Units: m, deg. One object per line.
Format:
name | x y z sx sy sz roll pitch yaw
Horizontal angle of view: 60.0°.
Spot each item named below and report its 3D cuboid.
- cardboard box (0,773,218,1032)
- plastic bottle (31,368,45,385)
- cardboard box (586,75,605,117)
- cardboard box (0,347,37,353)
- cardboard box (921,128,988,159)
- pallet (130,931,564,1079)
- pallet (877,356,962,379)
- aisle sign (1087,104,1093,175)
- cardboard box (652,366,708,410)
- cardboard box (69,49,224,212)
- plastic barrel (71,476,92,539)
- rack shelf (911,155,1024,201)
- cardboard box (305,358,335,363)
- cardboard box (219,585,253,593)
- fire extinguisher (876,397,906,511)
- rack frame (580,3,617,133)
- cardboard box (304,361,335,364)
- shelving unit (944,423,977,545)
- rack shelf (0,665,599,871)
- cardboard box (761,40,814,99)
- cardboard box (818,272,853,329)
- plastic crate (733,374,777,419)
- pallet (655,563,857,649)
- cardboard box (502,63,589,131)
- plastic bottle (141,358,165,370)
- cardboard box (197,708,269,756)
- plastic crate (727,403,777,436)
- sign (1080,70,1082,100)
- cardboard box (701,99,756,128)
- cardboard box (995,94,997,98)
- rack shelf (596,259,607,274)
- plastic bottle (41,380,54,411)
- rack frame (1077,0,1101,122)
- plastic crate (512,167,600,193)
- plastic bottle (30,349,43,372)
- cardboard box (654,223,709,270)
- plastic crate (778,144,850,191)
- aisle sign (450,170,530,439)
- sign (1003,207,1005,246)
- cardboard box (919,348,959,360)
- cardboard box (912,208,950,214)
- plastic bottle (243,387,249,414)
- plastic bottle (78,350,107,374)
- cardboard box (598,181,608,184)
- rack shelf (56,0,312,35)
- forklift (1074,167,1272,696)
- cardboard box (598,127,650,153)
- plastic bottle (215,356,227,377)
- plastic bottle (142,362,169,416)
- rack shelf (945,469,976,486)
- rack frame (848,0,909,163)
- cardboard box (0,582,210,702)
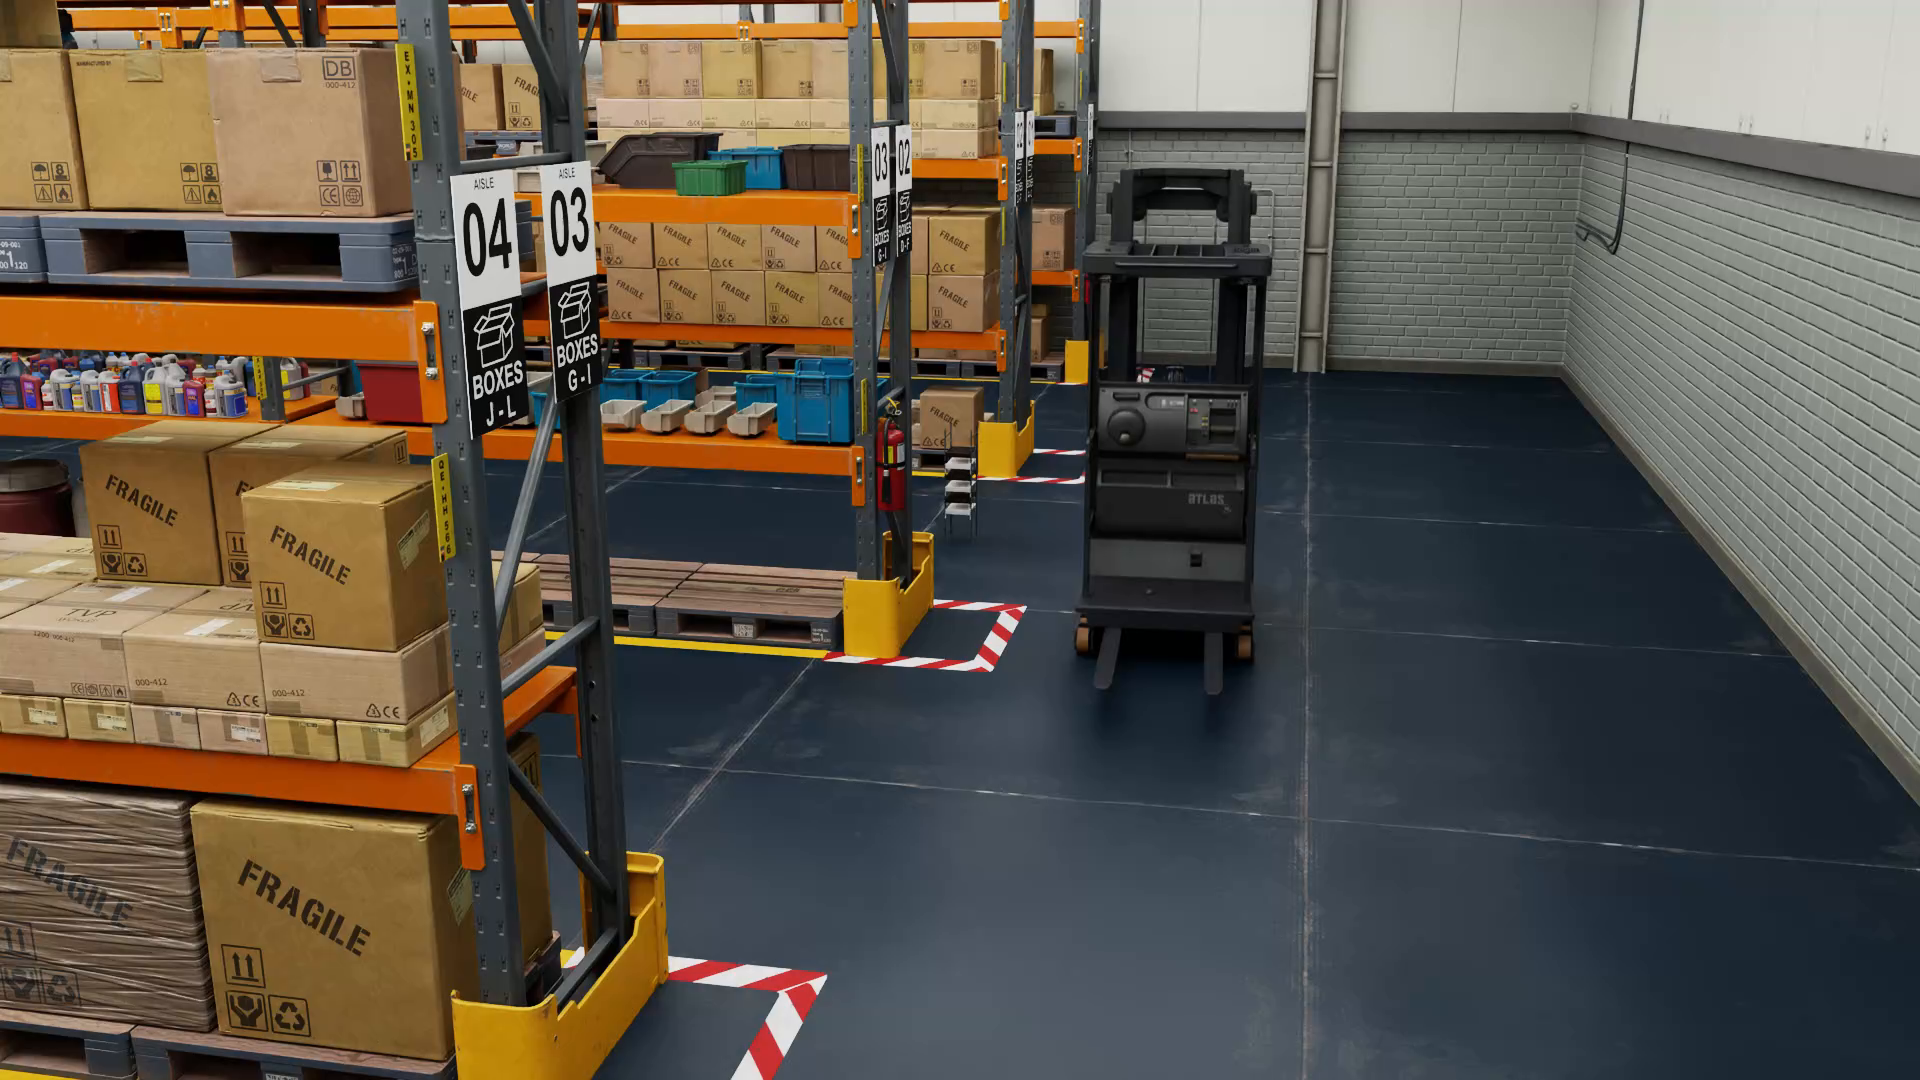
cardboard box | -3.001 1.191 6.265 0.875 0.875 0.875 3 16 11
plastic bottle | -6.298 -1.039 11.366 0.097 0.271 0.097 0 15 0
cardboard box | -4.301 -5.506 20.620 0.500 0.500 0.700 3 16 11
cardboard box | -10.282 -1.973 17.810 0.500 0.311 0.500 4 16 13
cardboard box | -0.044 -3.492 14.640 0.500 0.250 0.500 3 16 11
pallet | -2.265 1.753 6.268 1.213 0.211 1.003 3 16 11
pallet | -0.496 -2.200 20.538 1.213 0.211 1.003 3 16 11
aisle sign | 1.506 -4.626 19.205 0.004 0.787 0.394 3 16 11
cardboard box | -2.793 -1.424 16.372 0.500 0.500 0.500 3 16 11
cardboard box | -2.513 -1.388 5.604 0.500 0.500 0.700 3 16 9
plastic barrel | -6.158 -0.205 11.987 0.421 0.512 0.421 0 15 0
rack shelf | -1.448 -3.365 15.250 4.000 0.370 1.077 3 16 11
cardboard box | -6.308 -1.964 16.917 0.500 0.250 0.500 4 16 13
cardboard box | -2.393 0.238 6.237 0.500 0.250 0.500 3 16 10
fire extinguisher | -0.421 -0.520 10.095 0.183 0.674 0.296 3 16 11
rack frame | -3.408 -5.264 15.138 0.127 3.000 1.000 3 16 11
cardboard box | -6.364 -1.604 17.024 0.500 0.500 0.500 4 16 13
shelving unit | 0.008 -0.433 12.870 0.210 0.900 0.258 3 16 11
rack shelf | -3.426 0.672 6.296 4.000 0.370 1.077 3 16 11
cardboard box | -1.450 -4.257 15.061 0.500 0.500 0.700 3 16 11
cardboard box | -0.978 -2.215 15.183 0.500 0.500 0.500 3 16 12
plastic crate | -1.300 -0.947 10.992 0.300 0.233 0.416 3 16 11
pallet | -1.279 0.426 11.060 1.213 0.211 1.003 3 16 11
cardboard box | -3.887 -4.163 15.622 0.600 0.600 0.600 2 16 6
plastic bottle | -5.714 -1.151 11.761 0.135 0.276 0.152 3 16 11
cardboard box | -2.382 0.593 5.704 0.250 0.149 0.380 3 16 11
plastic crate | -1.314 -0.762 10.506 0.243 0.136 0.396 3 16 11
sign | 1.374 -5.149 18.831 0.005 0.325 0.100 3 16 11
cardboard box | -2.003 -3.840 14.962 0.500 0.250 0.500 3 16 11
cardboard box | 0.215 -5.077 19.388 0.500 0.250 0.500 3 16 9
rack shelf | -4.384 -3.428 21.097 4.000 0.370 1.077 3 16 11
plastic bottle | -6.180 -0.983 11.292 0.097 0.201 0.097 0 15 0
rack frame | 1.496 -6.347 19.048 0.127 3.000 1.000 3 16 11
plastic crate | -2.553 -2.228 10.290 0.530 0.136 0.437 3 16 11
plastic bottle | -6.717 -1.263 12.151 0.133 0.283 0.061 3 16 11
cardboard box | -2.496 -2.777 15.337 0.500 0.500 0.500 3 16 9
plastic crate | -0.800 -2.340 10.447 0.590 0.269 0.497 3 16 11
aisle sign | -1.455 -0.739 5.172 0.004 0.787 0.394 3 16 11
sign | 0.382 -2.726 14.453 0.005 0.325 0.100 3 16 11
cardboard box | -0.194 -2.518 20.359 0.500 0.500 0.700 3 16 9
cardboard box | -0.384 -2.808 15.451 0.500 0.500 0.500 3 16 12
plastic bottle | -4.843 -0.951 11.180 0.097 0.201 0.097 0 15 0
plastic bottle | -6.257 -1.259 12.011 0.185 0.351 0.144 3 16 11
cardboard box | -4.340 -4.404 21.086 0.500 0.250 0.500 3 16 10
rack shelf | -6.358 -3.535 10.994 4.000 0.370 1.077 3 16 11
forklift | 1.311 -0.764 10.261 1.130 2.935 3.031 2 16 8
cardboard box | -2.981 -3.655 15.231 0.500 0.250 0.500 3 16 11
plastic bottle | -5.243 -1.172 11.846 0.097 0.271 0.097 0 15 0
plastic bottle | -5.364 -1.017 11.135 0.185 0.351 0.144 3 16 11
rack shelf | 0.008 -0.488 12.855 0.200 0.077 0.258 3 16 11
rack frame | -0.479 -3.755 9.692 0.127 3.000 1.000 3 16 11
cardboard box | -2.989 0.350 5.834 0.500 0.250 0.500 3 16 9
